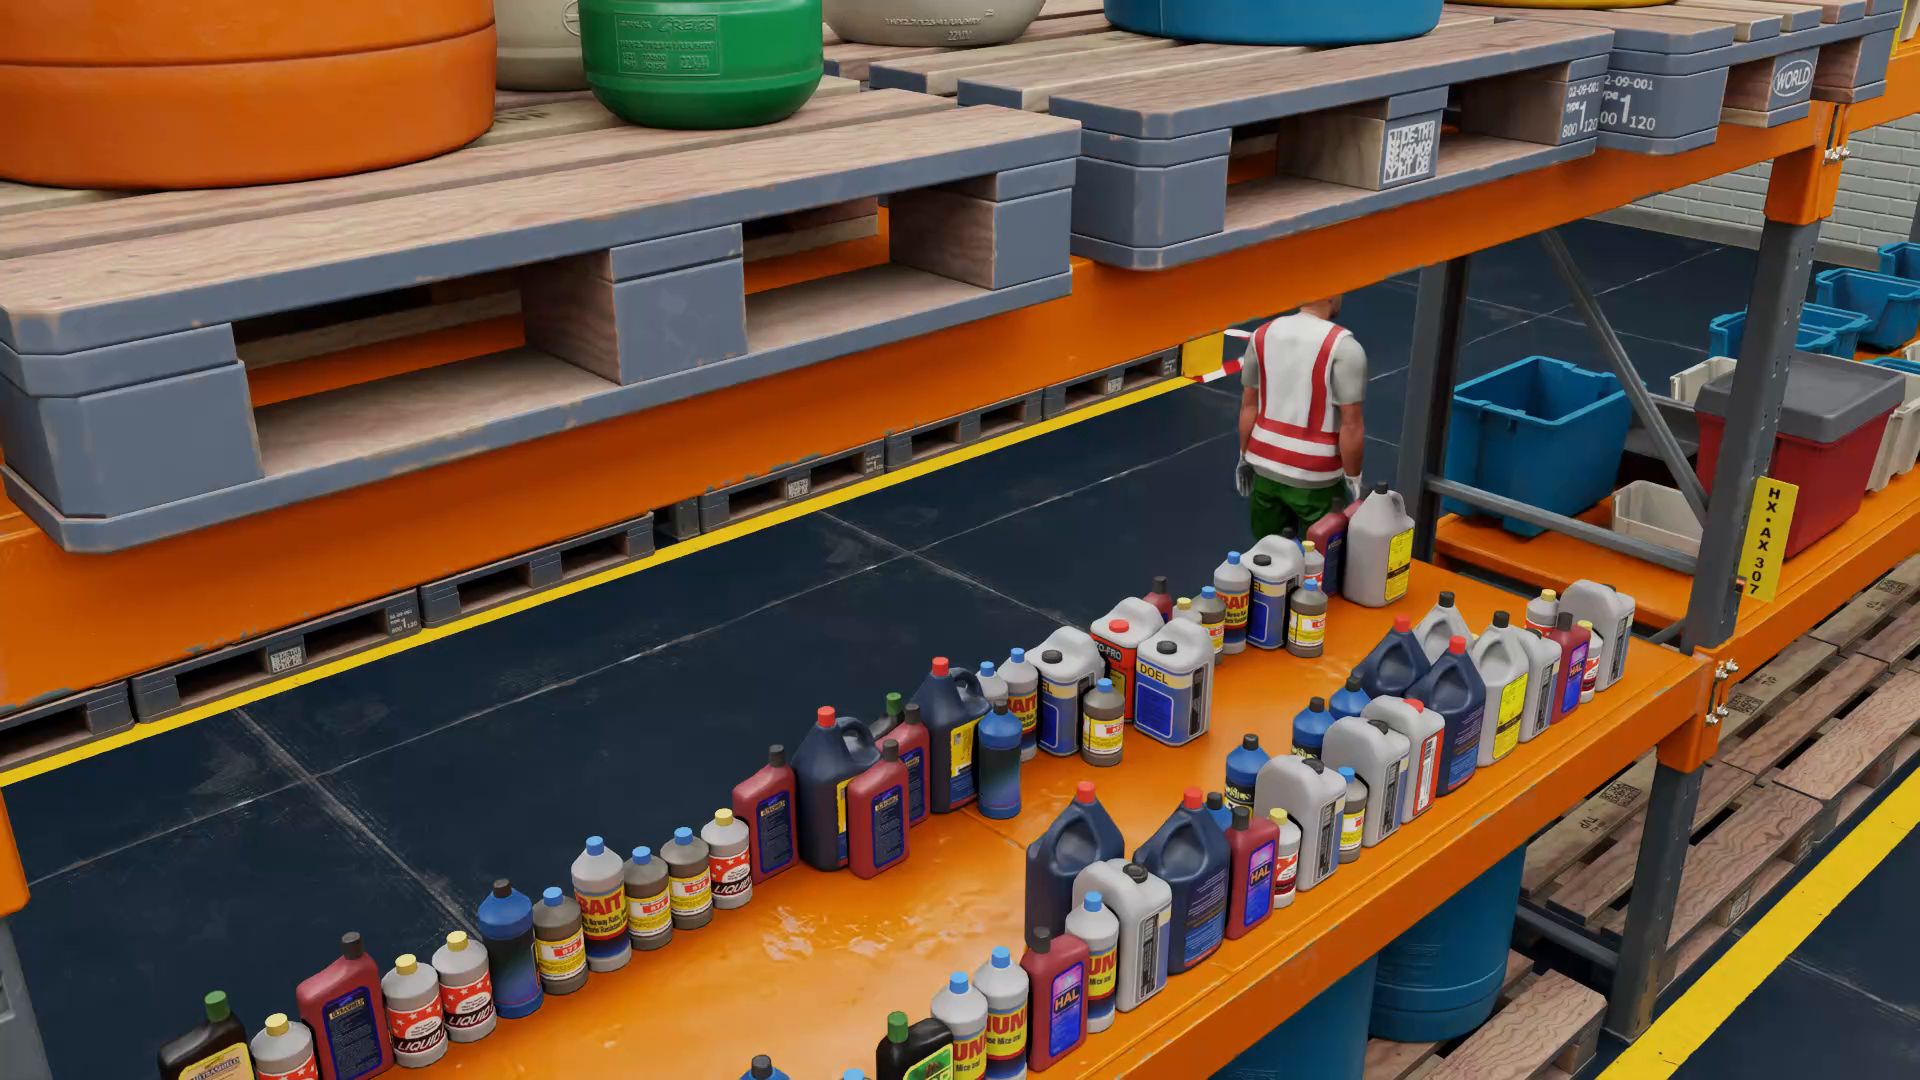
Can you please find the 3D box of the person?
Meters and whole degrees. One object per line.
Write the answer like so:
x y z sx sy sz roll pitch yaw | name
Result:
1.303 -0.241 6.576 0.601 1.776 0.665 21 32 39 | person
